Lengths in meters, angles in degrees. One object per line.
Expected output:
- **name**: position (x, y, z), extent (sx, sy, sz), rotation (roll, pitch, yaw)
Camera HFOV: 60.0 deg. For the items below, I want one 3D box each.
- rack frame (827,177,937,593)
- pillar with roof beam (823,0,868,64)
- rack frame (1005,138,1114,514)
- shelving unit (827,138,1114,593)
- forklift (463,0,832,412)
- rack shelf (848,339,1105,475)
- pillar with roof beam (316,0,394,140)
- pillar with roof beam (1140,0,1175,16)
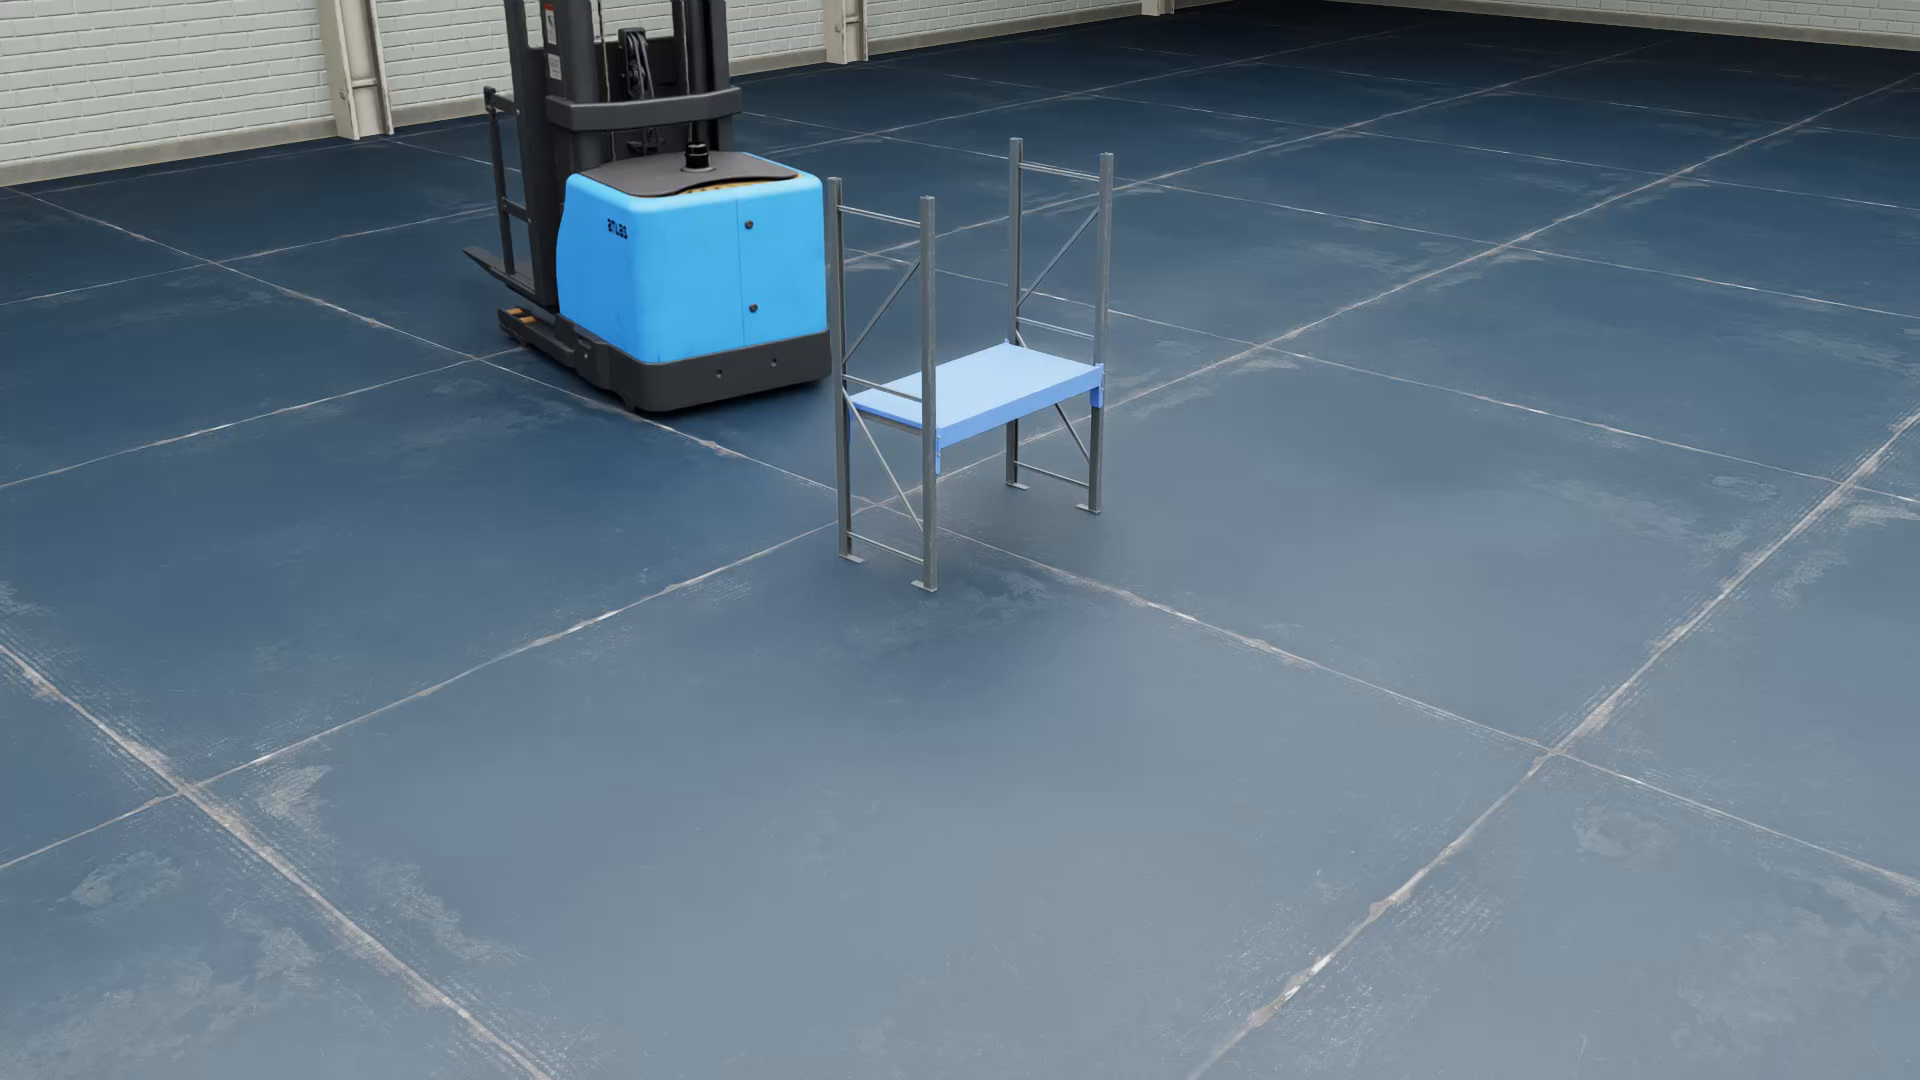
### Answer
- **rack frame**: position (-0.282, -0.555, 6.156), extent (0.500, 1.500, 0.032), rotation (20, 31, 38)
- **pillar with roof beam**: position (1.920, -8.367, 14.413), extent (9.100, 9.000, 0.400), rotation (20, 31, 38)
- **rack frame**: position (0.396, -0.865, 6.847), extent (0.500, 1.500, 0.032), rotation (20, 31, 38)
- **shelving unit**: position (0.057, -0.710, 6.501), extent (0.538, 1.500, 1.048), rotation (20, 31, 38)
- **forklift**: position (-1.909, -2.495, 8.733), extent (1.130, 2.935, 3.031), rotation (-16, 29, -32)
- **rack shelf**: position (0.057, -0.546, 6.575), extent (0.538, 0.185, 1.000), rotation (20, 31, 38)
- **pillar with roof beam**: position (-2.085, -6.539, 10.336), extent (9.100, 9.000, 0.400), rotation (20, 31, 38)
- **pillar with roof beam**: position (5.924, -10.195, 18.490), extent (9.100, 9.000, 0.400), rotation (20, 31, 38)
